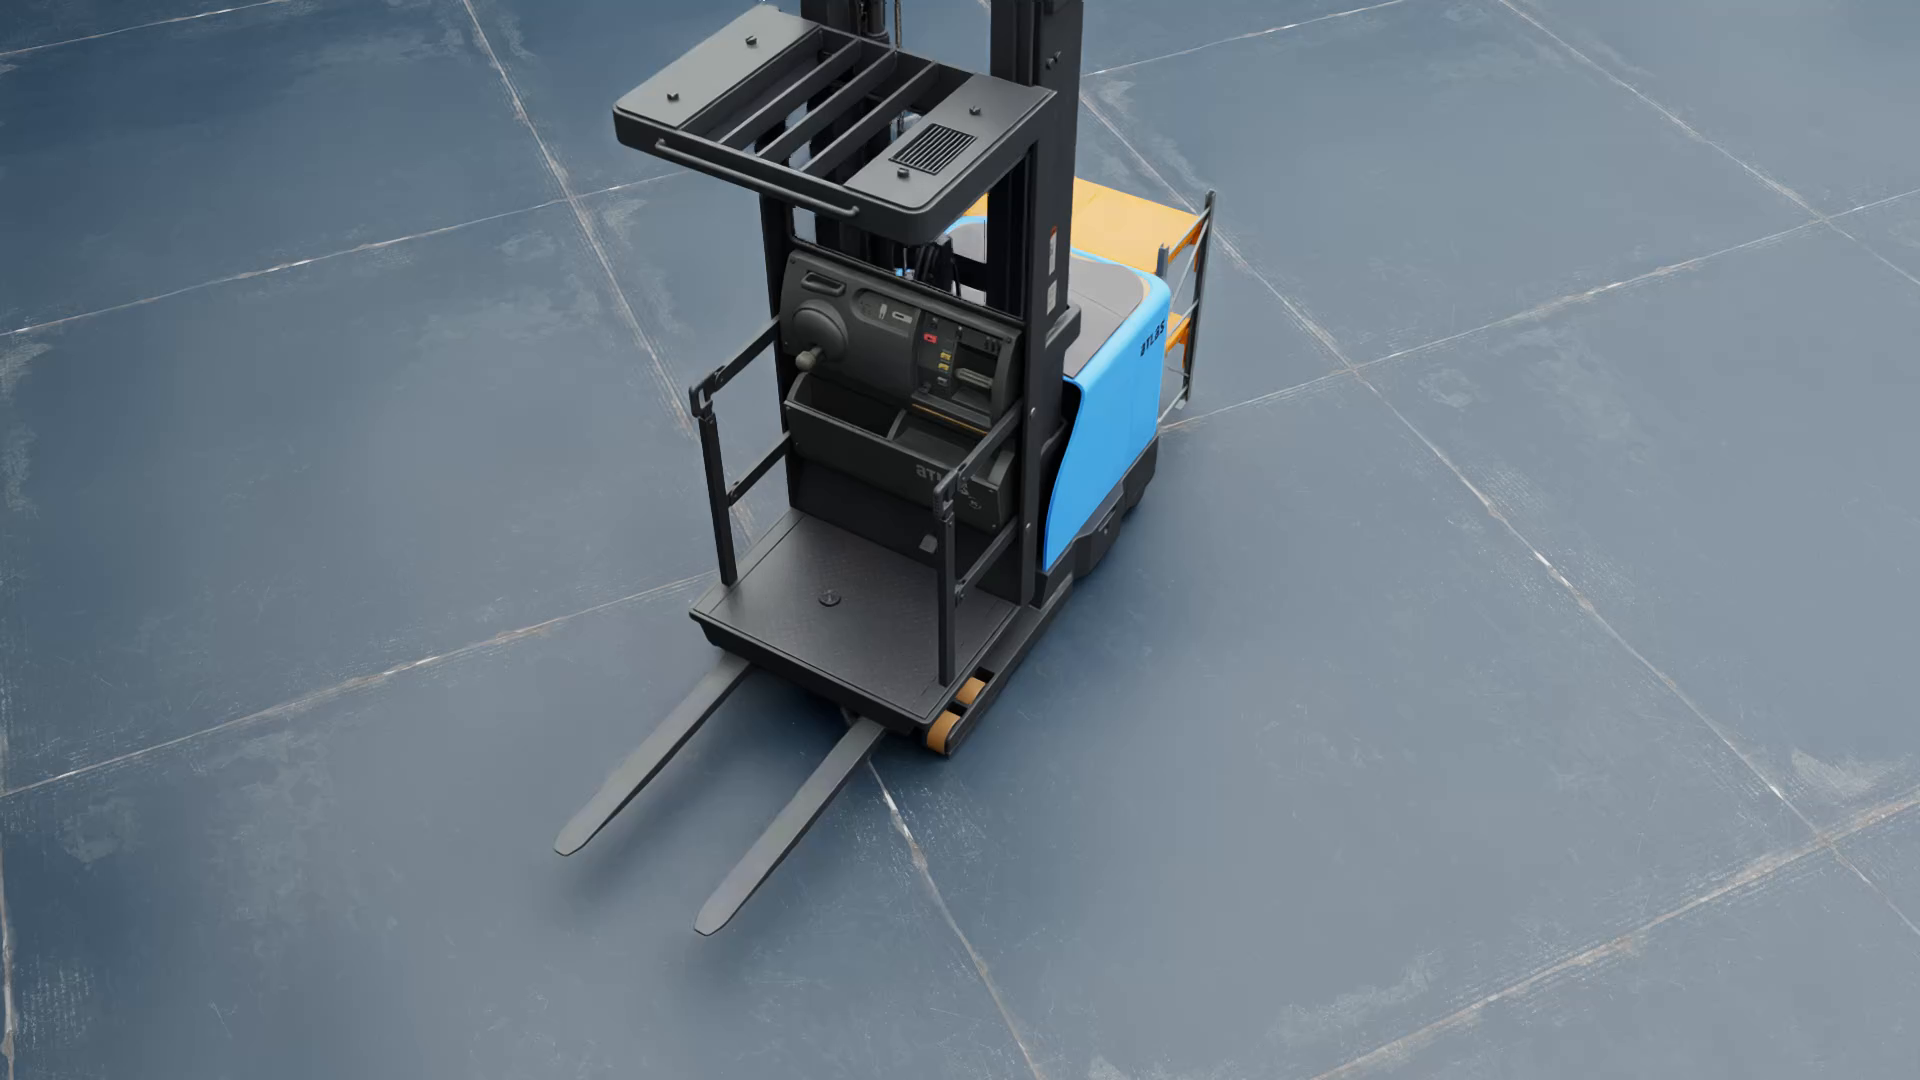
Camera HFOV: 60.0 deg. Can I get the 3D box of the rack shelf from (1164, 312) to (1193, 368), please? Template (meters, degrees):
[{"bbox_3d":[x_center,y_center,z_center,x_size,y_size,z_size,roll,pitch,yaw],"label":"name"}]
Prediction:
[{"bbox_3d":[0.504,-0.934,7.611,1.000,0.278,0.538,23,49,21],"label":"rack shelf"}]

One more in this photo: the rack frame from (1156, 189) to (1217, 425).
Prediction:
[{"bbox_3d":[0.941,-0.925,7.255,0.032,1.125,0.500,23,49,21],"label":"rack frame"}]

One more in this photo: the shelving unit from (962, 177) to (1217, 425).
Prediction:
[{"bbox_3d":[0.505,-1.108,7.440,1.048,1.125,0.538,23,49,21],"label":"shelving unit"}]

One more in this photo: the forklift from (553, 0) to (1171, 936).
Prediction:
[{"bbox_3d":[-0.334,-0.609,5.649,1.130,2.935,3.031,23,49,22],"label":"forklift"}]

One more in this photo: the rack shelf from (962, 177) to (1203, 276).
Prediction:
[{"bbox_3d":[0.505,-1.317,7.235,1.000,0.278,0.538,23,49,21],"label":"rack shelf"}]
